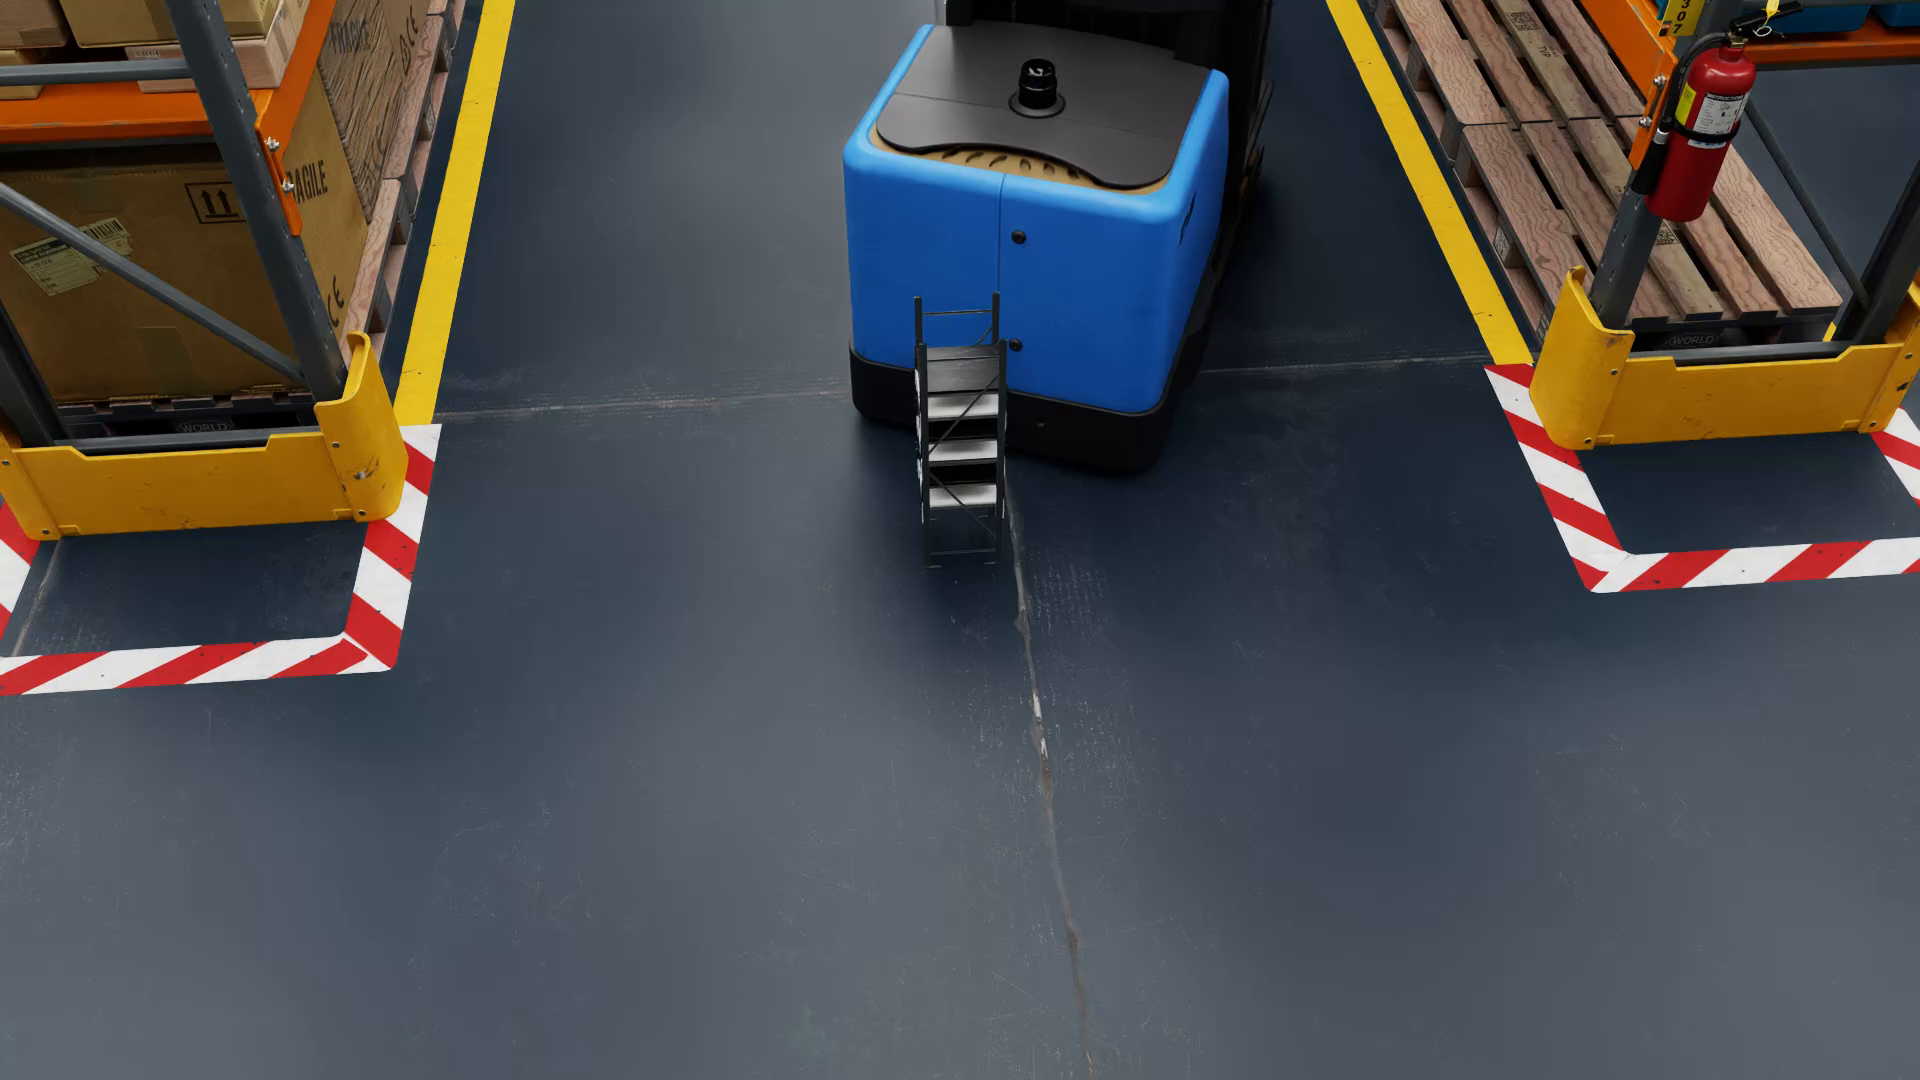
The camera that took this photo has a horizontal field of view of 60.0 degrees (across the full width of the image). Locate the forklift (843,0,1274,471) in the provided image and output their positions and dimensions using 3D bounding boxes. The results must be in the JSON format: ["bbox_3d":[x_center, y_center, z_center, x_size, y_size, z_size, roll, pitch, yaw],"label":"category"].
[{"bbox_3d":[0.559,-2.324,5.432,1.130,2.935,3.031,13,48,12],"label":"forklift"}]

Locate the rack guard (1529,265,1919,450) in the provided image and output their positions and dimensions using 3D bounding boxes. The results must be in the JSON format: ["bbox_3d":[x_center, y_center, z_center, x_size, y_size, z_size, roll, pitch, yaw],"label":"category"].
[{"bbox_3d":[2.550,-0.627,5.499,1.175,0.500,0.348,-3,47,-3],"label":"rack guard"}]

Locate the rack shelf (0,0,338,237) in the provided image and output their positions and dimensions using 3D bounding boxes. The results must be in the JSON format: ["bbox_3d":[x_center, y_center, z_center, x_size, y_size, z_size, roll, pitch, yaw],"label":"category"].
[{"bbox_3d":[-2.568,-2.402,5.954,1.077,0.370,4.000,-3,47,-3],"label":"rack shelf"}]

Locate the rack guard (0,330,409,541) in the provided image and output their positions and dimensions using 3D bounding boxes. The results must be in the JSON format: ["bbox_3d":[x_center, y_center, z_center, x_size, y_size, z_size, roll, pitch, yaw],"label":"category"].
[{"bbox_3d":[-2.398,-0.325,5.214,1.175,0.500,0.348,-3,47,-3],"label":"rack guard"}]

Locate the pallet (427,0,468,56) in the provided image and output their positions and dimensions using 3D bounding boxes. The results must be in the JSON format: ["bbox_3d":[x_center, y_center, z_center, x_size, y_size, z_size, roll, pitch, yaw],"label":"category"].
[{"bbox_3d":[-2.750,-2.582,7.550,1.003,0.211,1.213,-3,47,-3],"label":"pallet"}]

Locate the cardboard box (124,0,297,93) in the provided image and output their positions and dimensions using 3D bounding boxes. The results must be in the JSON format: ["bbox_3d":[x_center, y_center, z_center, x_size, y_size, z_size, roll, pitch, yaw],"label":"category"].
[{"bbox_3d":[-2.101,-1.393,4.676,0.380,0.149,0.250,-3,47,-3],"label":"cardboard box"}]

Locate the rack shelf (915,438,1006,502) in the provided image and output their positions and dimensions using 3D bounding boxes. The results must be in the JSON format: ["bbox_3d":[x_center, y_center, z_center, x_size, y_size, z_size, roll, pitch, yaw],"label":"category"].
[{"bbox_3d":[0.001,-0.219,5.007,0.258,0.077,0.200,-3,47,-3],"label":"rack shelf"}]

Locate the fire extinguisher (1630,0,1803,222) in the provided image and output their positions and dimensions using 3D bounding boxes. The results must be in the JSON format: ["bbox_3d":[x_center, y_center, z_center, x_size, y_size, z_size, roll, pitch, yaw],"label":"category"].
[{"bbox_3d":[2.095,-1.211,4.642,0.296,0.674,0.183,-3,47,-3],"label":"fire extinguisher"}]

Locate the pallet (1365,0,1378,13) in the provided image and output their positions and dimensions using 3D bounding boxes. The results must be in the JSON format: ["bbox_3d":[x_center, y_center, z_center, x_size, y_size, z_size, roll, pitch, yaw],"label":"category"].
[{"bbox_3d":[2.301,-2.909,7.859,1.003,0.211,1.213,-3,47,-3],"label":"pallet"}]

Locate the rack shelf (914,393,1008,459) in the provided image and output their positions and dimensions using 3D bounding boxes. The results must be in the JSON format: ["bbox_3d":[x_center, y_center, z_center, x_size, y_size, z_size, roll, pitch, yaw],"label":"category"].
[{"bbox_3d":[0.001,-0.343,4.877,0.258,0.077,0.200,-3,47,-3],"label":"rack shelf"}]

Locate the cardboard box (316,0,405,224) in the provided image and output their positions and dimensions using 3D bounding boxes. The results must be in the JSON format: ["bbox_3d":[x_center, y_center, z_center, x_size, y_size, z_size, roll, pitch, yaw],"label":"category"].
[{"bbox_3d":[-2.610,-1.732,5.999,0.875,0.875,0.875,-3,47,-3],"label":"cardboard box"}]

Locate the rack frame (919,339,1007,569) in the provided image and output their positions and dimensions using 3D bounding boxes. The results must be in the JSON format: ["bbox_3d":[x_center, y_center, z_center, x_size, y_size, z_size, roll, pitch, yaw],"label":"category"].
[{"bbox_3d":[0.009,-0.230,4.848,0.240,0.900,0.006,-3,47,-3],"label":"rack frame"}]

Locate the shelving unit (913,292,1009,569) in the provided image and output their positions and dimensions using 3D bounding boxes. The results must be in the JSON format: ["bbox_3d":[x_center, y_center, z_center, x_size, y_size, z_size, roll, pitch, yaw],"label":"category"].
[{"bbox_3d":[0.001,-0.304,4.918,0.258,0.900,0.210,-3,47,-3],"label":"shelving unit"}]

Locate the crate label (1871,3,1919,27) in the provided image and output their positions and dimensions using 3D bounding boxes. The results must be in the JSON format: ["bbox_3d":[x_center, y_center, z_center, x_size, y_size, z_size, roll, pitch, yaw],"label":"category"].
[{"bbox_3d":[2.843,-1.665,4.835,0.416,0.233,0.303,-3,47,-3],"label":"crate label"}]

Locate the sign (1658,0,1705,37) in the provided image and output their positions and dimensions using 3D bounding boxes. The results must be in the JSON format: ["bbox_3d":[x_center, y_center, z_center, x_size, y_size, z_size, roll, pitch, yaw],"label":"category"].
[{"bbox_3d":[1.988,-1.514,4.506,0.100,0.325,0.005,-3,47,-3],"label":"sign"}]

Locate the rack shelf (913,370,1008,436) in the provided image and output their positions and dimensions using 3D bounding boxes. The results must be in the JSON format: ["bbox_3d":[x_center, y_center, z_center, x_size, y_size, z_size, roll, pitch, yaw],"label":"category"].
[{"bbox_3d":[0.001,-0.404,4.811,0.258,0.077,0.200,-3,47,-3],"label":"rack shelf"}]

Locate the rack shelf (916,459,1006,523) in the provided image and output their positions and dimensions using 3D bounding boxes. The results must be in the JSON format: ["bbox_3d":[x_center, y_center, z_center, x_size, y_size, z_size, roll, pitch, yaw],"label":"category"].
[{"bbox_3d":[0.001,-0.157,5.073,0.258,0.077,0.200,-3,47,-3],"label":"rack shelf"}]

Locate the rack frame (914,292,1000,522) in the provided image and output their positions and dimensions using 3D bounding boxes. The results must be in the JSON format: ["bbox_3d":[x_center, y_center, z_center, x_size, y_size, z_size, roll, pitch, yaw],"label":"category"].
[{"bbox_3d":[-0.008,-0.377,4.987,0.240,0.900,0.006,-3,47,-3],"label":"rack frame"}]

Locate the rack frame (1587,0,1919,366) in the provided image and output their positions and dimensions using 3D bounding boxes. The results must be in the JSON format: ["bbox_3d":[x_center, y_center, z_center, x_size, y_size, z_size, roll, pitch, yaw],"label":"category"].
[{"bbox_3d":[2.535,-1.503,4.608,1.000,3.000,0.127,-3,47,-3],"label":"rack frame"}]

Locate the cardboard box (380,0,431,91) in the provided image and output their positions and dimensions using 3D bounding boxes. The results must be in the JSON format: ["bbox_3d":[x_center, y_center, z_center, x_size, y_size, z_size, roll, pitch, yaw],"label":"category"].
[{"bbox_3d":[-2.684,-2.376,6.609,0.875,0.875,0.875,-3,47,-3],"label":"cardboard box"}]

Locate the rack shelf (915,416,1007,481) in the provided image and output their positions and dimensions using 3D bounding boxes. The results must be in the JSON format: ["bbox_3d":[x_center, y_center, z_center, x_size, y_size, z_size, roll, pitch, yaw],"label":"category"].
[{"bbox_3d":[0.001,-0.281,4.942,0.258,0.077,0.200,-3,47,-3],"label":"rack shelf"}]

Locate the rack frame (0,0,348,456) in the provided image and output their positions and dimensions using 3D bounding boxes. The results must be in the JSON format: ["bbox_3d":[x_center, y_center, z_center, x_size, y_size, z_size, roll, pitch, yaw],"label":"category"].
[{"bbox_3d":[-2.400,-1.202,4.322,1.000,3.000,0.127,-3,47,-3],"label":"rack frame"}]

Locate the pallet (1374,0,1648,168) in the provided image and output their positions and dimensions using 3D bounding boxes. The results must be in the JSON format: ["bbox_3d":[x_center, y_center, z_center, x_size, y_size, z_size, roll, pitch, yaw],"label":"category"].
[{"bbox_3d":[2.406,-2.024,7.021,1.003,0.211,1.213,-3,47,-3],"label":"pallet"}]

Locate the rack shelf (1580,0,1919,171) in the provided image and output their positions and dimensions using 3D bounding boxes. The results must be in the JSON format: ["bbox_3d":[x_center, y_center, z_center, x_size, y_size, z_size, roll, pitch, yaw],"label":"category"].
[{"bbox_3d":[2.368,-2.703,6.239,1.077,0.370,4.000,-3,47,-3],"label":"rack shelf"}]

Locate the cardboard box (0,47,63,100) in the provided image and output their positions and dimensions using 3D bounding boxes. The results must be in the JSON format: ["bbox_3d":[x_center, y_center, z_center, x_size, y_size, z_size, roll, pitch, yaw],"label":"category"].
[{"bbox_3d":[-2.758,-1.353,4.639,0.380,0.149,0.250,-3,47,-3],"label":"cardboard box"}]

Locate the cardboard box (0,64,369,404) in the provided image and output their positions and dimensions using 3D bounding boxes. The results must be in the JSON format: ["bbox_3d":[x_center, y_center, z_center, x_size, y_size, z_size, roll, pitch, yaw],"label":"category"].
[{"bbox_3d":[-2.534,-1.074,5.375,0.875,0.875,0.875,-3,47,-3],"label":"cardboard box"}]

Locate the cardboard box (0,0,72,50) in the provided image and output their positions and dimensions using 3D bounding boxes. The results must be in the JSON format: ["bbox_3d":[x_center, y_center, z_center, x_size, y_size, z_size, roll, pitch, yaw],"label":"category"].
[{"bbox_3d":[-2.705,-1.587,4.586,0.500,0.250,0.500,-4,47,-4],"label":"cardboard box"}]

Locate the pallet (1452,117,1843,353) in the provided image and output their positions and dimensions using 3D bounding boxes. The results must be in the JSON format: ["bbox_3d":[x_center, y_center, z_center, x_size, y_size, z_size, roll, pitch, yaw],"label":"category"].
[{"bbox_3d":[2.505,-1.143,6.187,1.003,0.211,1.213,-3,47,-3],"label":"pallet"}]

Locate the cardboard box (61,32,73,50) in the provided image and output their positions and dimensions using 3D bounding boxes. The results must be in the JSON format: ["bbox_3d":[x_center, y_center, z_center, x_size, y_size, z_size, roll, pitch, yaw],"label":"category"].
[{"bbox_3d":[-2.782,-1.541,4.817,0.380,0.149,0.250,-3,47,-3],"label":"cardboard box"}]

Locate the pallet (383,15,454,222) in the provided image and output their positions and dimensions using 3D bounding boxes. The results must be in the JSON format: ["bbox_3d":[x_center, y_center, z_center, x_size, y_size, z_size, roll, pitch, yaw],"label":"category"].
[{"bbox_3d":[-2.644,-1.698,6.712,1.003,0.211,1.213,-3,47,-3],"label":"pallet"}]

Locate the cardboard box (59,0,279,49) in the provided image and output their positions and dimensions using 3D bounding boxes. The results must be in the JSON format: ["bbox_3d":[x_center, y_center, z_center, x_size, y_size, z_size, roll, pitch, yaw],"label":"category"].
[{"bbox_3d":[-2.172,-1.616,4.613,0.500,0.250,0.500,-5,47,-4],"label":"cardboard box"}]

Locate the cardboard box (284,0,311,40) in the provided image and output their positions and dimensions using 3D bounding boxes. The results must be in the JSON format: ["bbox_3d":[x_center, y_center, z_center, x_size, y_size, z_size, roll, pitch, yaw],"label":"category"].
[{"bbox_3d":[-2.124,-1.578,4.852,0.380,0.149,0.250,-4,47,-4],"label":"cardboard box"}]

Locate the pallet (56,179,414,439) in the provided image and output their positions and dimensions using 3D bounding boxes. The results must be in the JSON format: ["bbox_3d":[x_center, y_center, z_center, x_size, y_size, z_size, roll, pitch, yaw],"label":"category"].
[{"bbox_3d":[-2.545,-0.817,5.878,1.003,0.211,1.213,-3,47,-3],"label":"pallet"}]

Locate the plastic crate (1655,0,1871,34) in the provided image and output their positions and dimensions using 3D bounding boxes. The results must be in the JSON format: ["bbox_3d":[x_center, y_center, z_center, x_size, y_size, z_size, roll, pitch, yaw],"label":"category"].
[{"bbox_3d":[2.321,-1.767,4.792,0.616,0.435,0.499,-3,47,-3],"label":"plastic crate"}]

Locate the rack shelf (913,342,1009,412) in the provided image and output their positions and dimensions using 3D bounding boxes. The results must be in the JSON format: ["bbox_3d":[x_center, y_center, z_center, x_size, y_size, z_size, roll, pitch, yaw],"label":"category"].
[{"bbox_3d":[0.001,-0.466,4.746,0.258,0.077,0.200,-3,47,-3],"label":"rack shelf"}]
